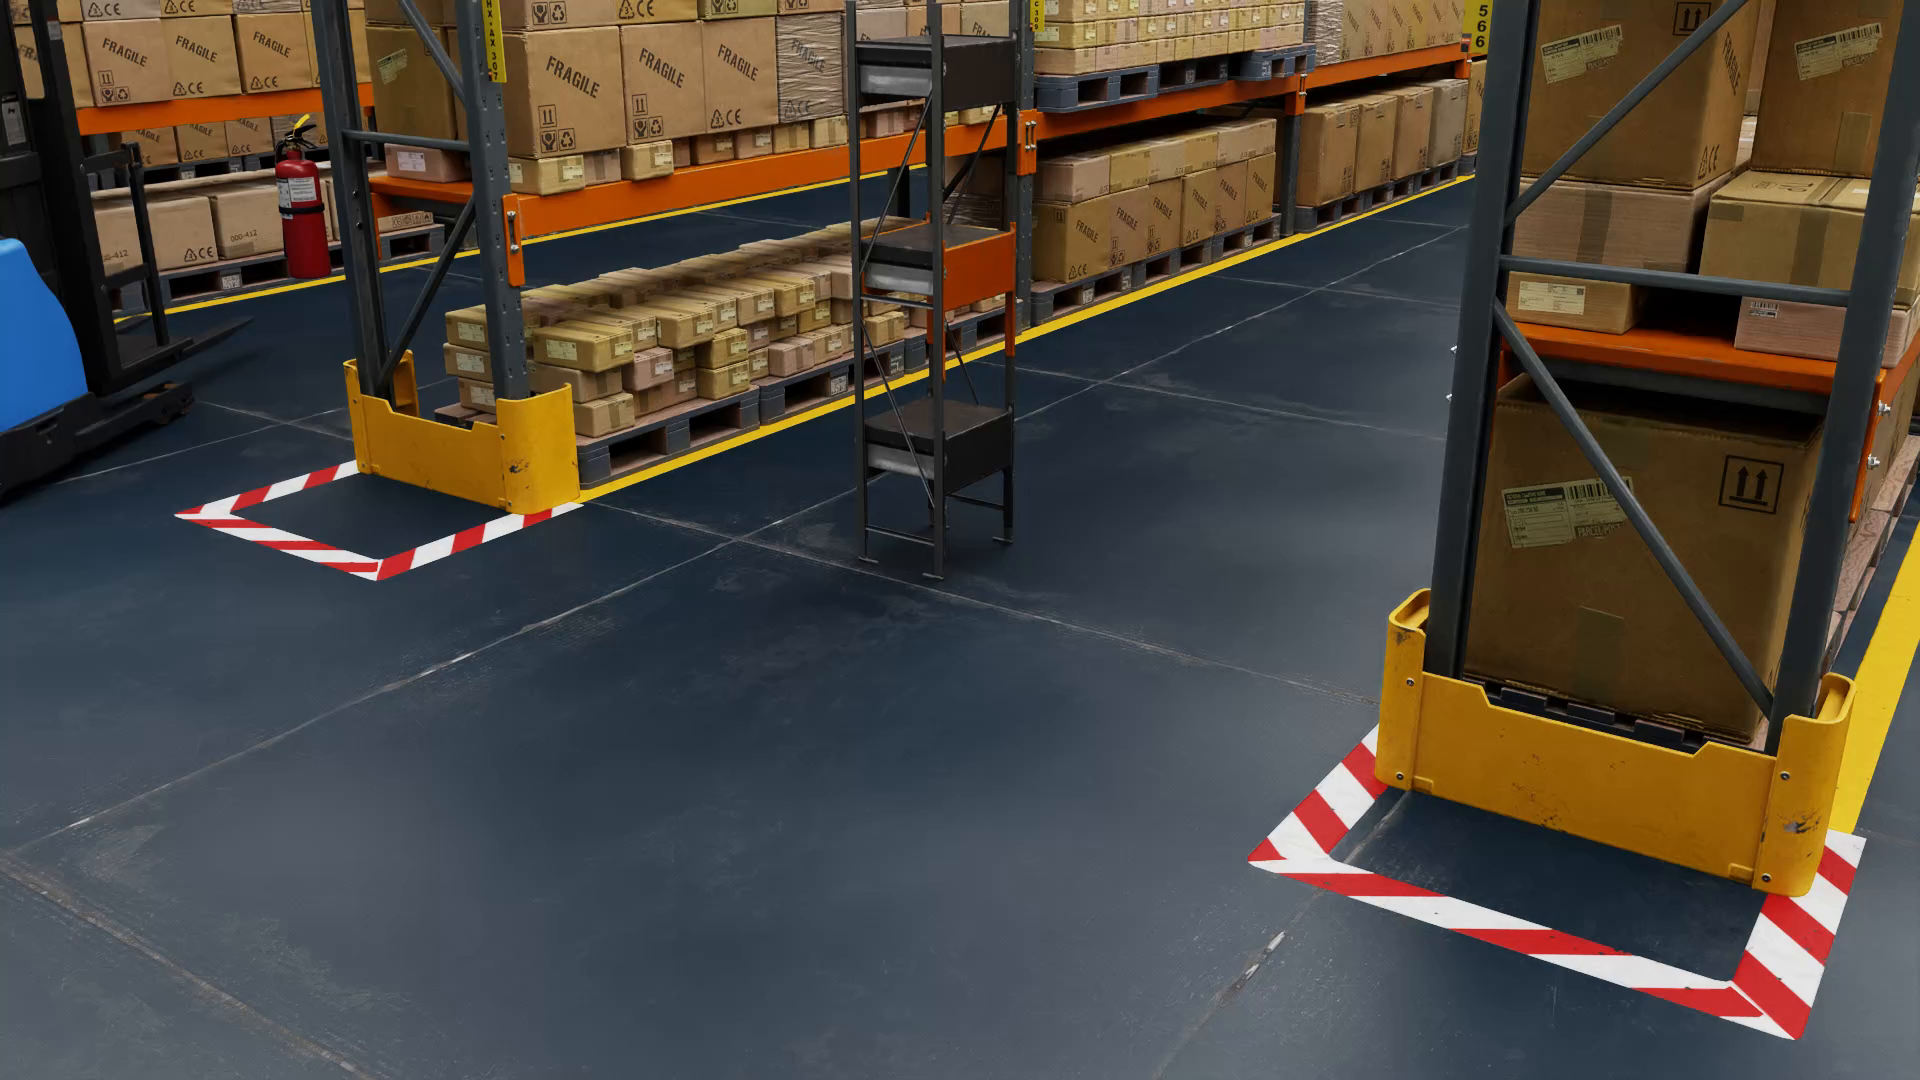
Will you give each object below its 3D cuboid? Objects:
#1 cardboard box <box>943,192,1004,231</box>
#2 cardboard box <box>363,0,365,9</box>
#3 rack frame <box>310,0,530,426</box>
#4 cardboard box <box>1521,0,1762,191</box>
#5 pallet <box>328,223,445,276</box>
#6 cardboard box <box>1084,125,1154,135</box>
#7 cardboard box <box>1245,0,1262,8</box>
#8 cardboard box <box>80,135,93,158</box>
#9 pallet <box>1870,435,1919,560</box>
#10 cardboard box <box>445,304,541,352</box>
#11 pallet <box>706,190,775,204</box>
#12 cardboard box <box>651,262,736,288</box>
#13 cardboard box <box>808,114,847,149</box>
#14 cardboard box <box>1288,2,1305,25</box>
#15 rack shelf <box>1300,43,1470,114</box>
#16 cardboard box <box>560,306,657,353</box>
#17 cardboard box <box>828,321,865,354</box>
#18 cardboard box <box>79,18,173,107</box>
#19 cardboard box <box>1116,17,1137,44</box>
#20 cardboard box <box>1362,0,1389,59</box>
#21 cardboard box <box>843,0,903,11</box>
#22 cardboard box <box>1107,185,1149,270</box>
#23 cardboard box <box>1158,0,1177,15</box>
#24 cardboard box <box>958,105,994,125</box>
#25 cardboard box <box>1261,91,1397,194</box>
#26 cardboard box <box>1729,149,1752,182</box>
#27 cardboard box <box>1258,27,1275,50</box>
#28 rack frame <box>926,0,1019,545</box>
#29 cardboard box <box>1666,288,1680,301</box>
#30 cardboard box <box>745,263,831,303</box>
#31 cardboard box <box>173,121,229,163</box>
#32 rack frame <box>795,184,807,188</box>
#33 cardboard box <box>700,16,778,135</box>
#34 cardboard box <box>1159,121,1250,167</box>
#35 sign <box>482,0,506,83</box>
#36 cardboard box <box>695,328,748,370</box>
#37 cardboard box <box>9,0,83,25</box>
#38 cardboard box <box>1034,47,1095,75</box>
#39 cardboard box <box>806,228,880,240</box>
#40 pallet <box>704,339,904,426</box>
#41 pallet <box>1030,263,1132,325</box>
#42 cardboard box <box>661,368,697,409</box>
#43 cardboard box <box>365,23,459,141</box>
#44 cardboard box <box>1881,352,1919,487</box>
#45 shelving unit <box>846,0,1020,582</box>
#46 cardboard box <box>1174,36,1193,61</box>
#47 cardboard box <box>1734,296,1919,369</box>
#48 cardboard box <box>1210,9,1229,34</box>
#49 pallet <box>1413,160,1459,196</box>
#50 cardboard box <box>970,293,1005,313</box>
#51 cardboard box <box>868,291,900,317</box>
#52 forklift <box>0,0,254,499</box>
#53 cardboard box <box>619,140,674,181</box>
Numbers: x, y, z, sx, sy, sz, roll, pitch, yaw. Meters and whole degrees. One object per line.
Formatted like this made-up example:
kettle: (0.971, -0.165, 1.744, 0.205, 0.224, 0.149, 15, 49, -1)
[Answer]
cardboard box: (0.197, -2.078, 11.057, 0.500, 0.500, 0.500, 13, 24, 31)
cardboard box: (-4.198, -4.055, 11.818, 0.500, 0.500, 0.500, 13, 24, 31)
rack frame: (-2.259, -1.644, 6.886, 1.000, 3.000, 0.127, 13, 24, 32)
cardboard box: (1.842, -1.260, 4.554, 0.500, 0.500, 0.500, 14, 24, 32)
pallet: (-4.654, -2.218, 12.456, 1.003, 0.211, 1.213, 13, 24, 32)
cardboard box: (1.076, -2.880, 12.145, 0.500, 0.250, 0.500, 13, 24, 32)
cardboard box: (1.904, -3.844, 11.732, 0.380, 0.149, 0.250, 14, 25, 33)
cardboard box: (-8.237, -3.918, 16.032, 0.500, 0.500, 0.500, 13, 24, 32)
pallet: (3.542, -0.285, 7.231, 1.003, 0.211, 1.213, 13, 24, 32)
cardboard box: (-2.171, -0.984, 7.749, 0.380, 0.149, 0.250, 14, 24, 32)
pallet: (-2.419, -3.357, 15.535, 1.003, 0.211, 1.213, 13, 24, 32)
cardboard box: (-1.399, -1.348, 8.733, 0.380, 0.149, 0.250, 12, 24, 30)
cardboard box: (-0.797, -2.084, 8.437, 0.380, 0.149, 0.250, 14, 24, 33)
cardboard box: (2.337, -3.928, 12.388, 0.380, 0.149, 0.250, 14, 24, 33)
rack shelf: (3.362, -4.176, 14.768, 1.077, 0.370, 4.000, 13, 24, 32)
cardboard box: (-1.628, -0.970, 7.709, 0.380, 0.149, 0.250, 14, 24, 33)
cardboard box: (-0.734, -1.114, 8.957, 0.380, 0.149, 0.250, 14, 24, 33)
cardboard box: (-5.341, -3.002, 10.414, 0.500, 0.500, 0.500, 13, 24, 32)
cardboard box: (0.880, -3.183, 10.374, 0.380, 0.149, 0.250, 14, 24, 33)
cardboard box: (3.281, -4.354, 14.067, 0.500, 0.500, 0.500, 13, 24, 32)
cardboard box: (-0.637, -2.966, 8.446, 0.500, 0.500, 0.500, 14, 24, 33)
cardboard box: (0.920, -2.129, 11.194, 0.500, 0.500, 0.500, 15, 25, 34)
cardboard box: (1.175, -3.472, 10.728, 0.380, 0.149, 0.250, 13, 24, 31)
cardboard box: (-0.033, -2.451, 9.430, 0.380, 0.149, 0.250, 13, 24, 30)
cardboard box: (3.143, -3.490, 14.514, 1.050, 0.750, 0.750, 14, 24, 33)
cardboard box: (2.124, -1.053, 5.076, 0.500, 0.250, 0.500, 13, 24, 31)
cardboard box: (2.055, -3.643, 12.046, 0.380, 0.149, 0.250, 14, 24, 33)
rack frame: (0.044, -1.007, 6.462, 0.400, 2.100, 0.015, 13, 24, 32)
cardboard box: (2.001, -0.844, 5.084, 0.380, 0.149, 0.250, 13, 24, 32)
cardboard box: (-0.898, -1.339, 8.709, 0.380, 0.149, 0.250, 13, 24, 32)
cardboard box: (-7.520, -3.969, 16.170, 0.500, 0.500, 0.500, 13, 24, 31)
rack frame: (-1.913, -4.876, 15.623, 1.000, 3.000, 0.127, 13, 24, 32)
cardboard box: (-1.213, -2.202, 7.822, 0.500, 0.500, 0.500, 14, 24, 33)
cardboard box: (1.795, -2.922, 12.256, 0.500, 0.250, 0.500, 14, 24, 33)
sign: (-1.811, -1.944, 6.450, 0.100, 0.325, 0.005, 13, 24, 32)
cardboard box: (-1.254, -0.951, 8.088, 0.380, 0.149, 0.250, 14, 25, 33)
cardboard box: (-5.620, -3.328, 9.854, 0.500, 0.500, 0.500, 13, 24, 30)
cardboard box: (0.591, -2.894, 10.023, 0.380, 0.149, 0.250, 12, 23, 29)
cardboard box: (-0.681, -1.723, 9.745, 0.380, 0.149, 0.250, 13, 24, 31)
pallet: (-1.044, -0.933, 8.983, 1.003, 0.211, 1.213, 13, 24, 32)
pallet: (0.426, -1.708, 11.078, 1.003, 0.211, 1.213, 13, 24, 32)
cardboard box: (-1.487, -0.756, 7.988, 0.380, 0.149, 0.250, 14, 24, 32)
cardboard box: (-2.220, -2.010, 7.302, 0.500, 0.500, 0.500, 14, 24, 33)
cardboard box: (3.597, -0.822, 7.122, 0.875, 0.875, 0.875, 13, 24, 32)
shelving unit: (-0.093, -0.937, 6.272, 0.431, 2.100, 0.503, 13, 24, 32)
cardboard box: (1.321, -3.270, 11.039, 0.380, 0.149, 0.250, 13, 24, 31)
cardboard box: (2.258, -0.568, 4.338, 0.380, 0.149, 0.250, 14, 24, 32)
cardboard box: (1.613, -3.557, 11.386, 0.380, 0.149, 0.250, 14, 24, 33)
pallet: (4.115, -3.543, 16.040, 1.003, 0.211, 1.213, 13, 24, 32)
cardboard box: (0.050, -1.473, 9.927, 0.380, 0.149, 0.250, 14, 24, 32)
cardboard box: (-0.552, -1.349, 9.163, 0.380, 0.149, 0.250, 14, 24, 33)
forklift: (-4.523, -1.938, 7.780, 1.130, 2.935, 3.031, 1, 20, 4)
cardboard box: (-1.502, -1.703, 7.408, 0.380, 0.149, 0.250, 12, 24, 30)
